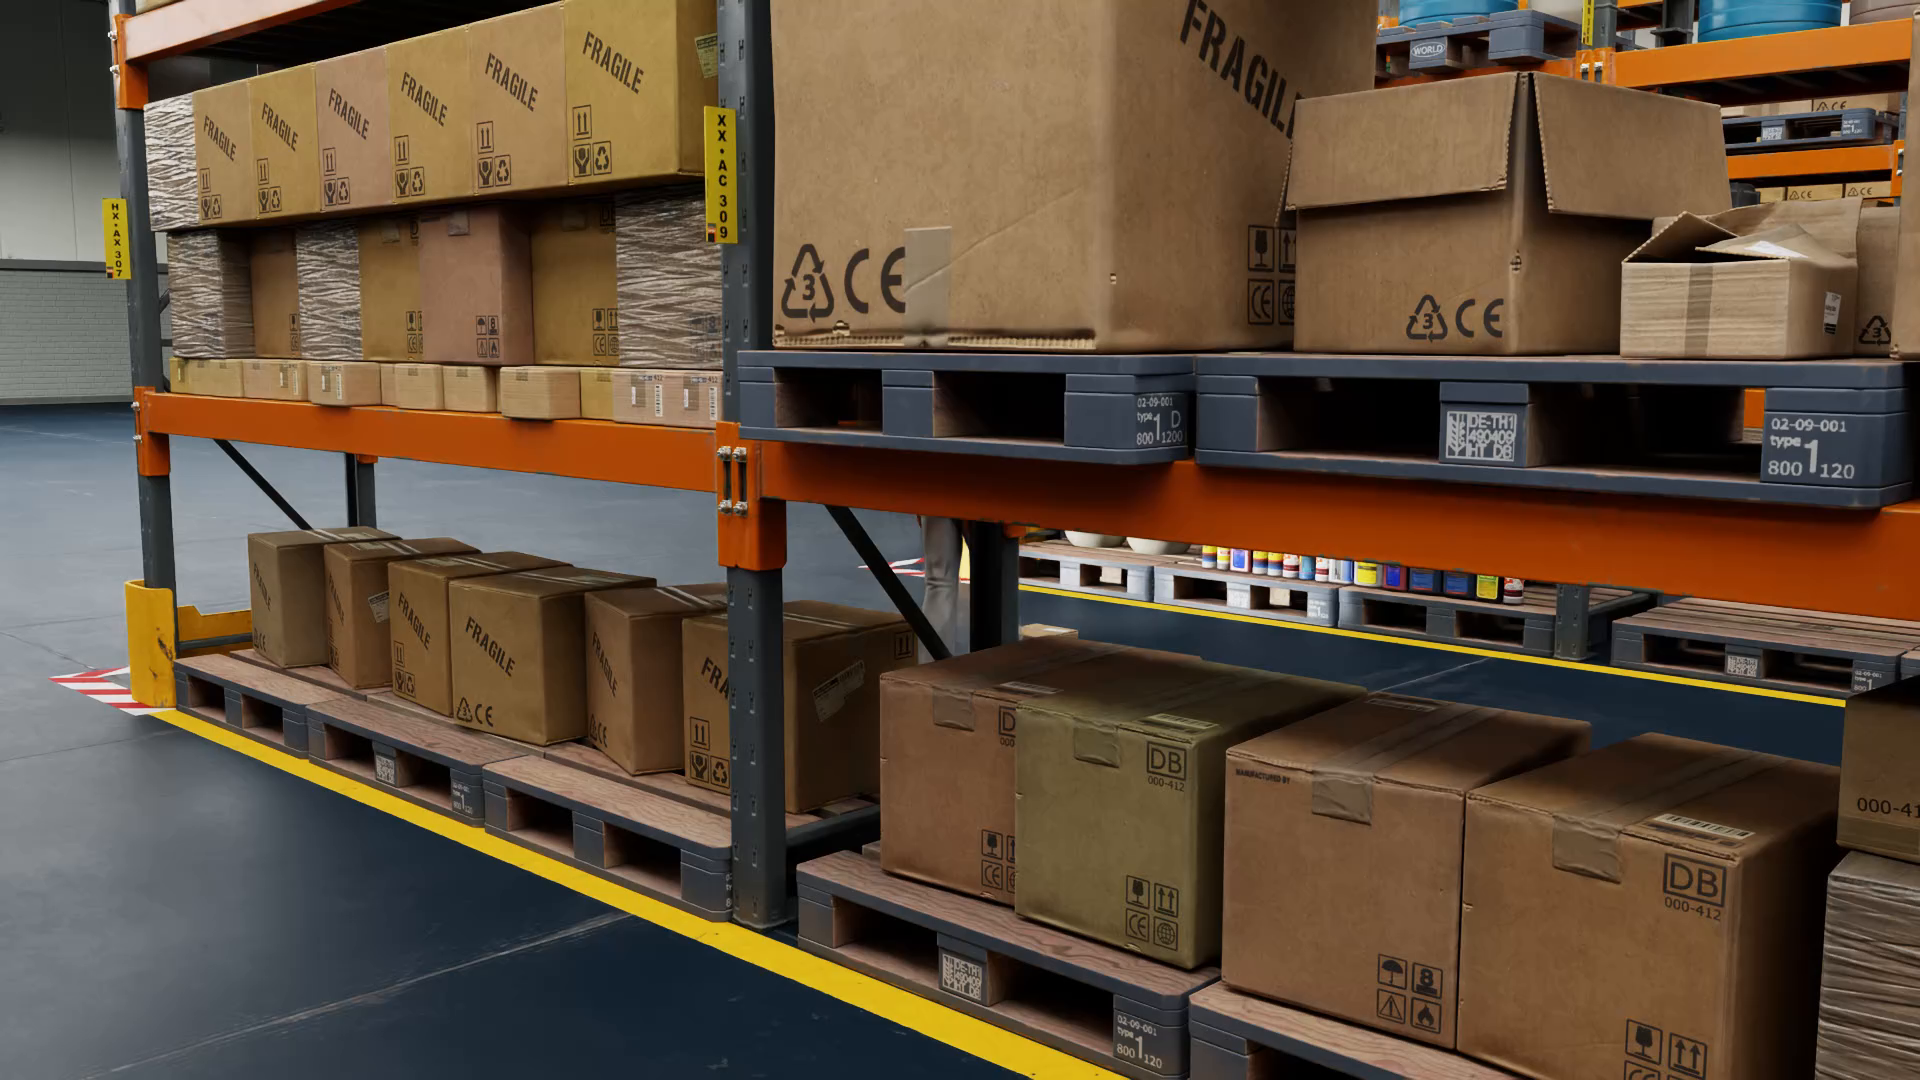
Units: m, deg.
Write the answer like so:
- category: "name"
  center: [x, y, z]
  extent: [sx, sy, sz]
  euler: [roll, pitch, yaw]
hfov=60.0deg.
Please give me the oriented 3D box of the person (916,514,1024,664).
- category: "person"
  center: [0.049, -0.160, 7.003]
  extent: [0.457, 1.666, 0.674]
  euler: [3, 8, 24]
